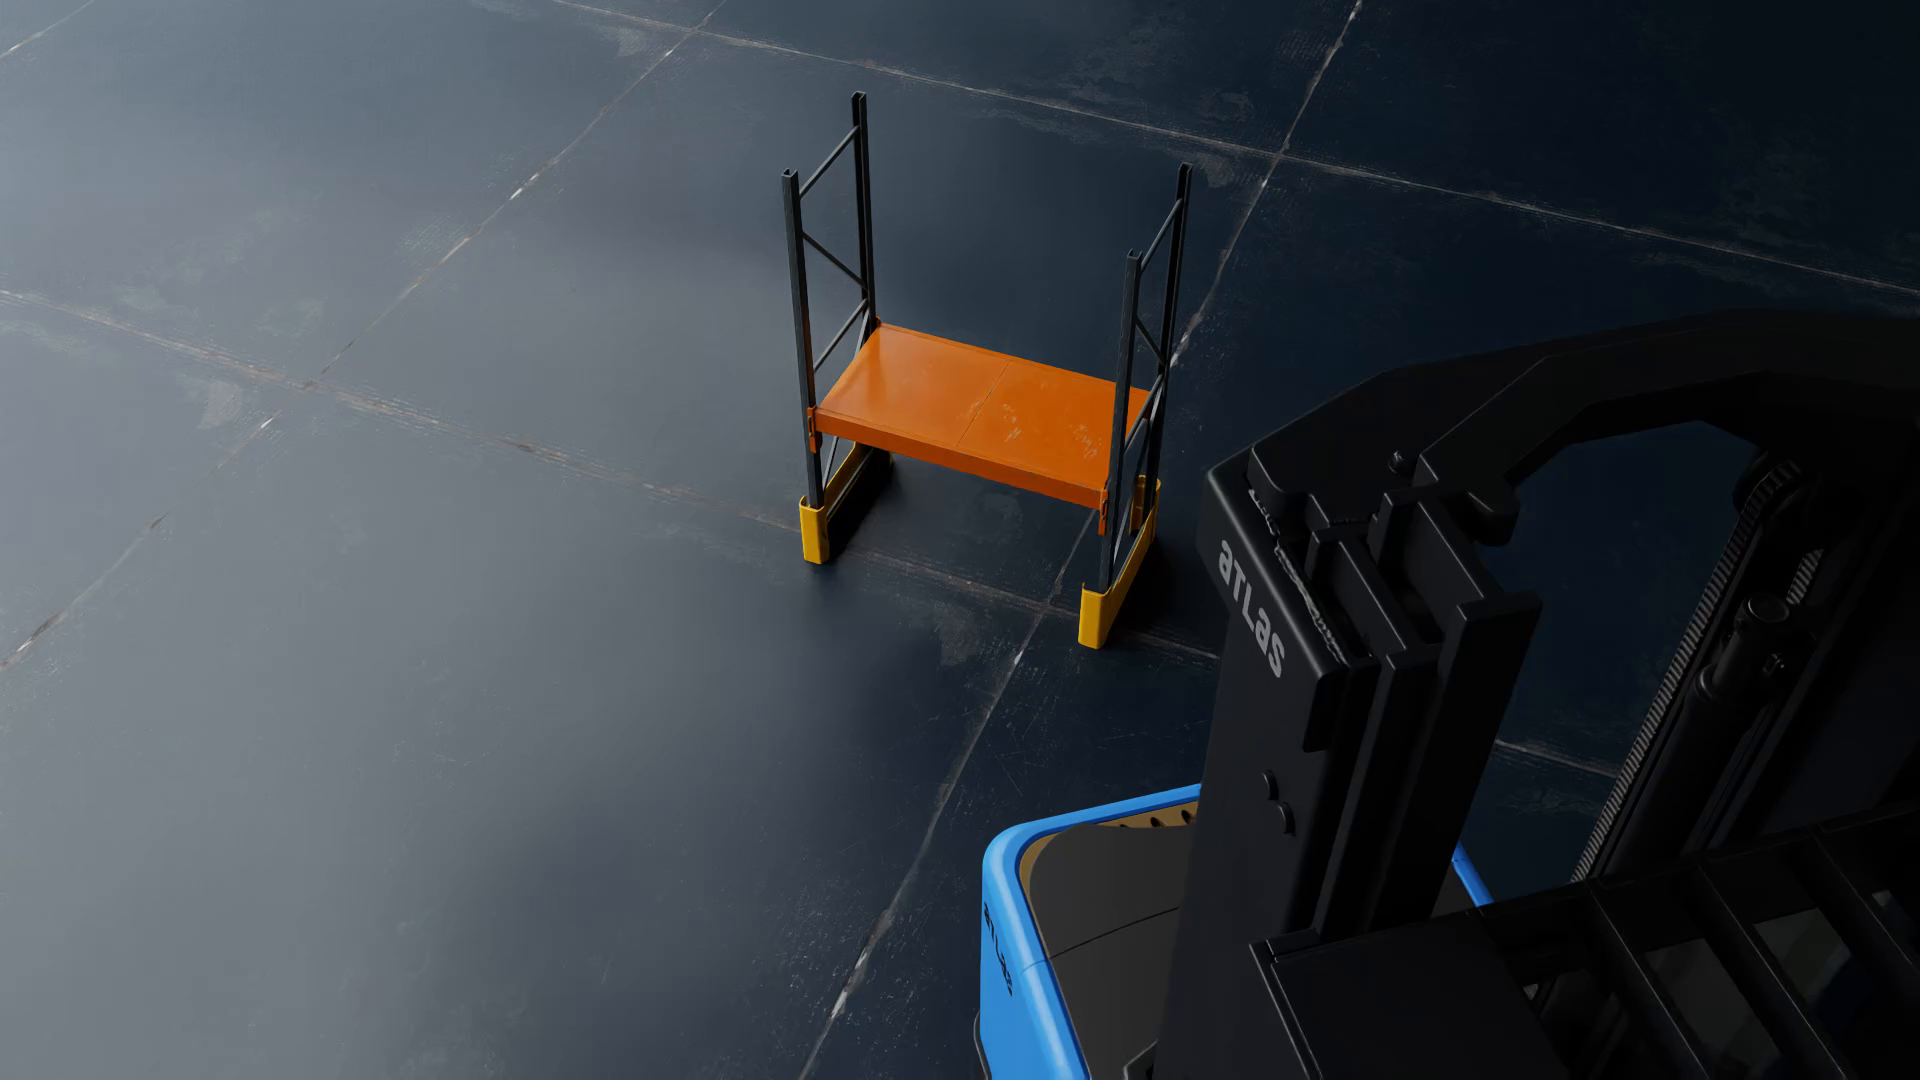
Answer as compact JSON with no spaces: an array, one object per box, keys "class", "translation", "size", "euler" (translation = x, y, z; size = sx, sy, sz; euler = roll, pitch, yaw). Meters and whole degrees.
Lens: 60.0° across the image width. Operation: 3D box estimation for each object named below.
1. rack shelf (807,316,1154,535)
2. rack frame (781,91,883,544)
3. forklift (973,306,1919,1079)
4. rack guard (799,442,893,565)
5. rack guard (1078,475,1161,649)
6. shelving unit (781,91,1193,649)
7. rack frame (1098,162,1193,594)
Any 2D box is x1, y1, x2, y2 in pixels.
[{"class":"rack shelf","translation":[0.079,-0.381,5.325],"size":[1.000,0.185,0.538],"euler":[16,47,16]},{"class":"rack frame","translation":[-0.390,-0.647,5.336],"size":[0.032,1.500,0.500],"euler":[16,47,16]},{"class":"forklift","translation":[0.912,1.269,2.396],"size":[1.130,2.935,3.031],"euler":[-11,46,-11]},{"class":"rack guard","translation":[-0.389,-0.203,5.777],"size":[0.087,0.250,0.587],"euler":[16,47,16]},{"class":"rack guard","translation":[0.530,0.067,5.505],"size":[0.087,0.250,0.587],"euler":[16,47,16]},{"class":"shelving unit","translation":[0.070,-0.511,5.200],"size":[1.083,1.500,0.587],"euler":[16,47,16]},{"class":"rack frame","translation":[0.548,-0.370,5.059],"size":[0.032,1.500,0.500],"euler":[16,47,16]}]
